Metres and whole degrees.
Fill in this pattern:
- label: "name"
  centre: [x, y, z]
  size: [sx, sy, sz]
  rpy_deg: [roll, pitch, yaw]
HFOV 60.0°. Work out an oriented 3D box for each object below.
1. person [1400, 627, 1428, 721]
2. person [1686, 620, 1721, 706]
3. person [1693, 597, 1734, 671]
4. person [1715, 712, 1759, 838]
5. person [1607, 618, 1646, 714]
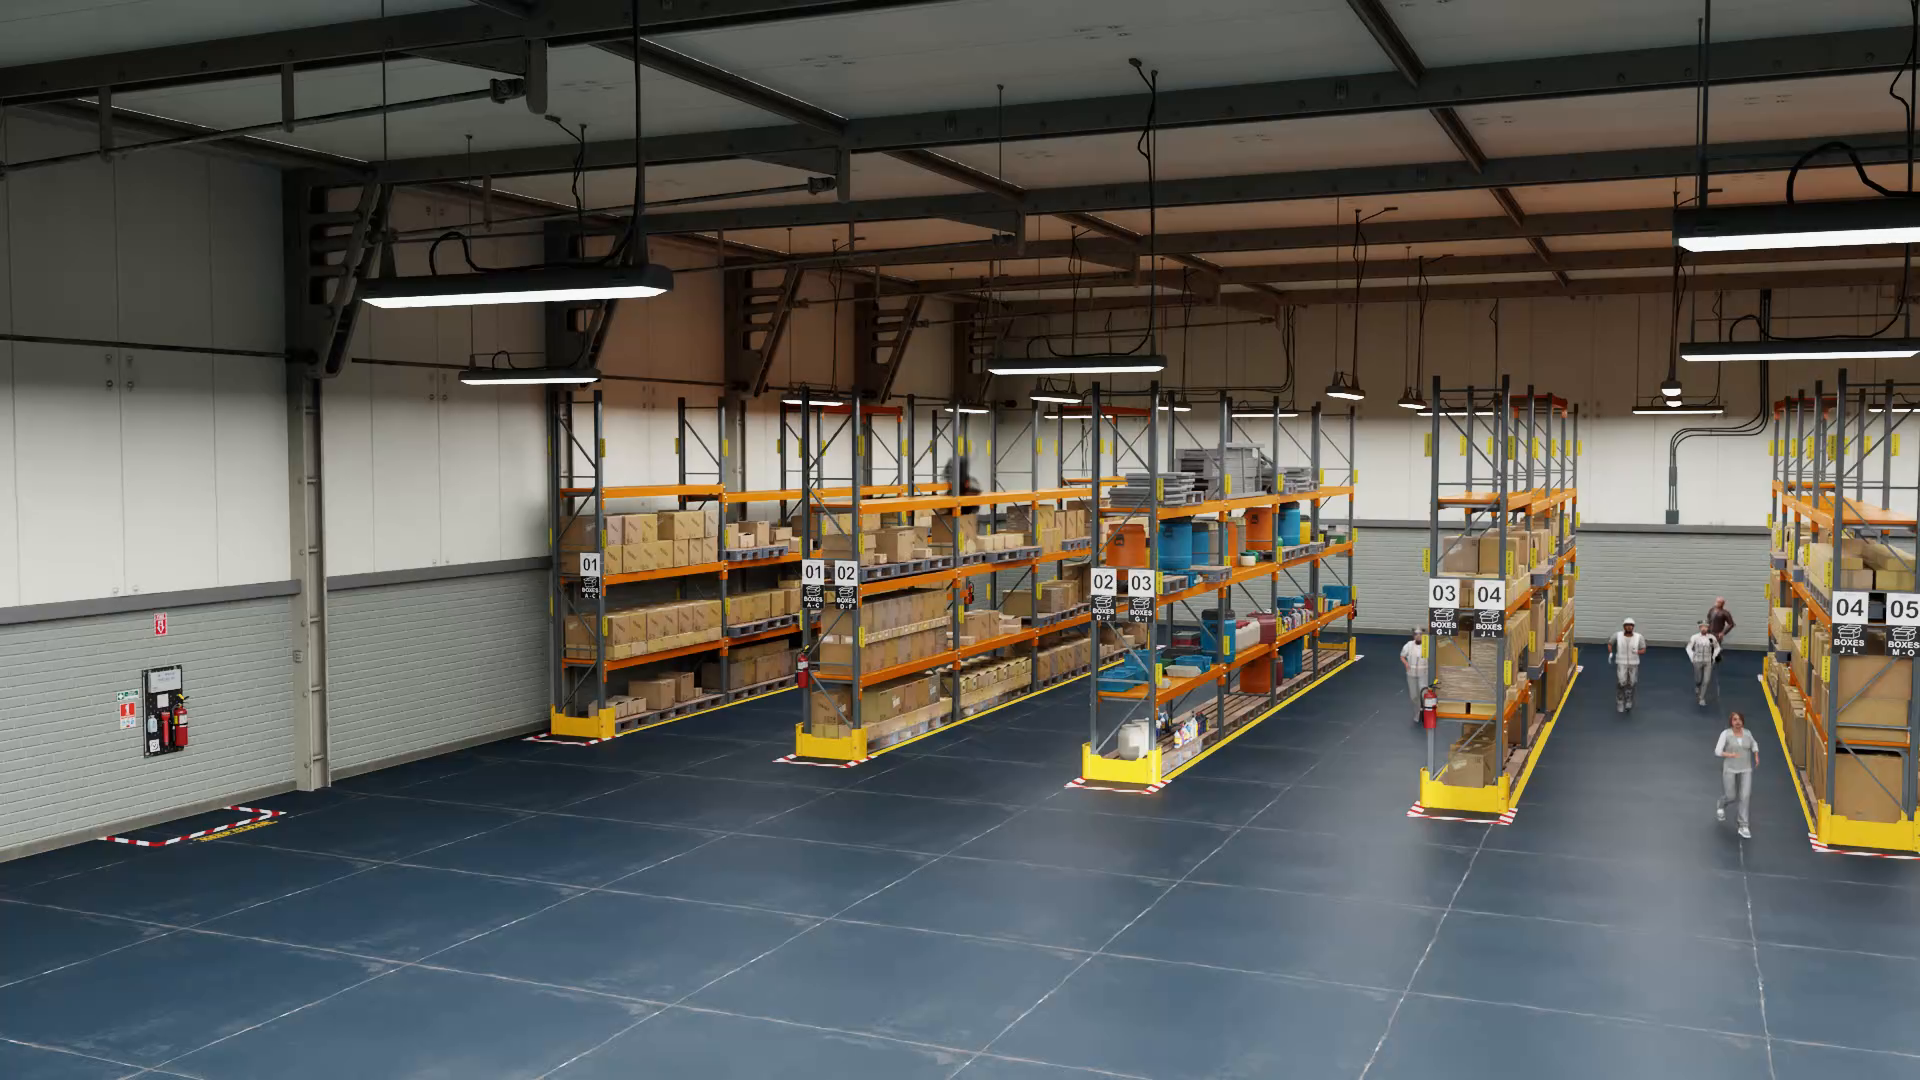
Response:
- label: "person"
  centre: [8.340, 2.455, 30.289]
  size: [0.659, 1.770, 0.645]
  rpy_deg: [1, 3, 25]
- label: "person"
  centre: [14.561, 2.383, 32.564]
  size: [0.623, 1.670, 0.680]
  rpy_deg: [1, 3, 22]
- label: "person"
  centre: [16.777, 2.113, 36.813]
  size: [0.805, 1.714, 0.756]
  rpy_deg: [-1, 3, -20]
- label: "person"
  centre: [10.132, 3.018, 21.615]
  size: [0.535, 1.548, 0.924]
  rpy_deg: [1, 3, 13]
- label: "person"
  centre: [12.615, 2.377, 31.438]
  size: [0.655, 1.803, 0.721]
  rpy_deg: [1, 3, 15]
